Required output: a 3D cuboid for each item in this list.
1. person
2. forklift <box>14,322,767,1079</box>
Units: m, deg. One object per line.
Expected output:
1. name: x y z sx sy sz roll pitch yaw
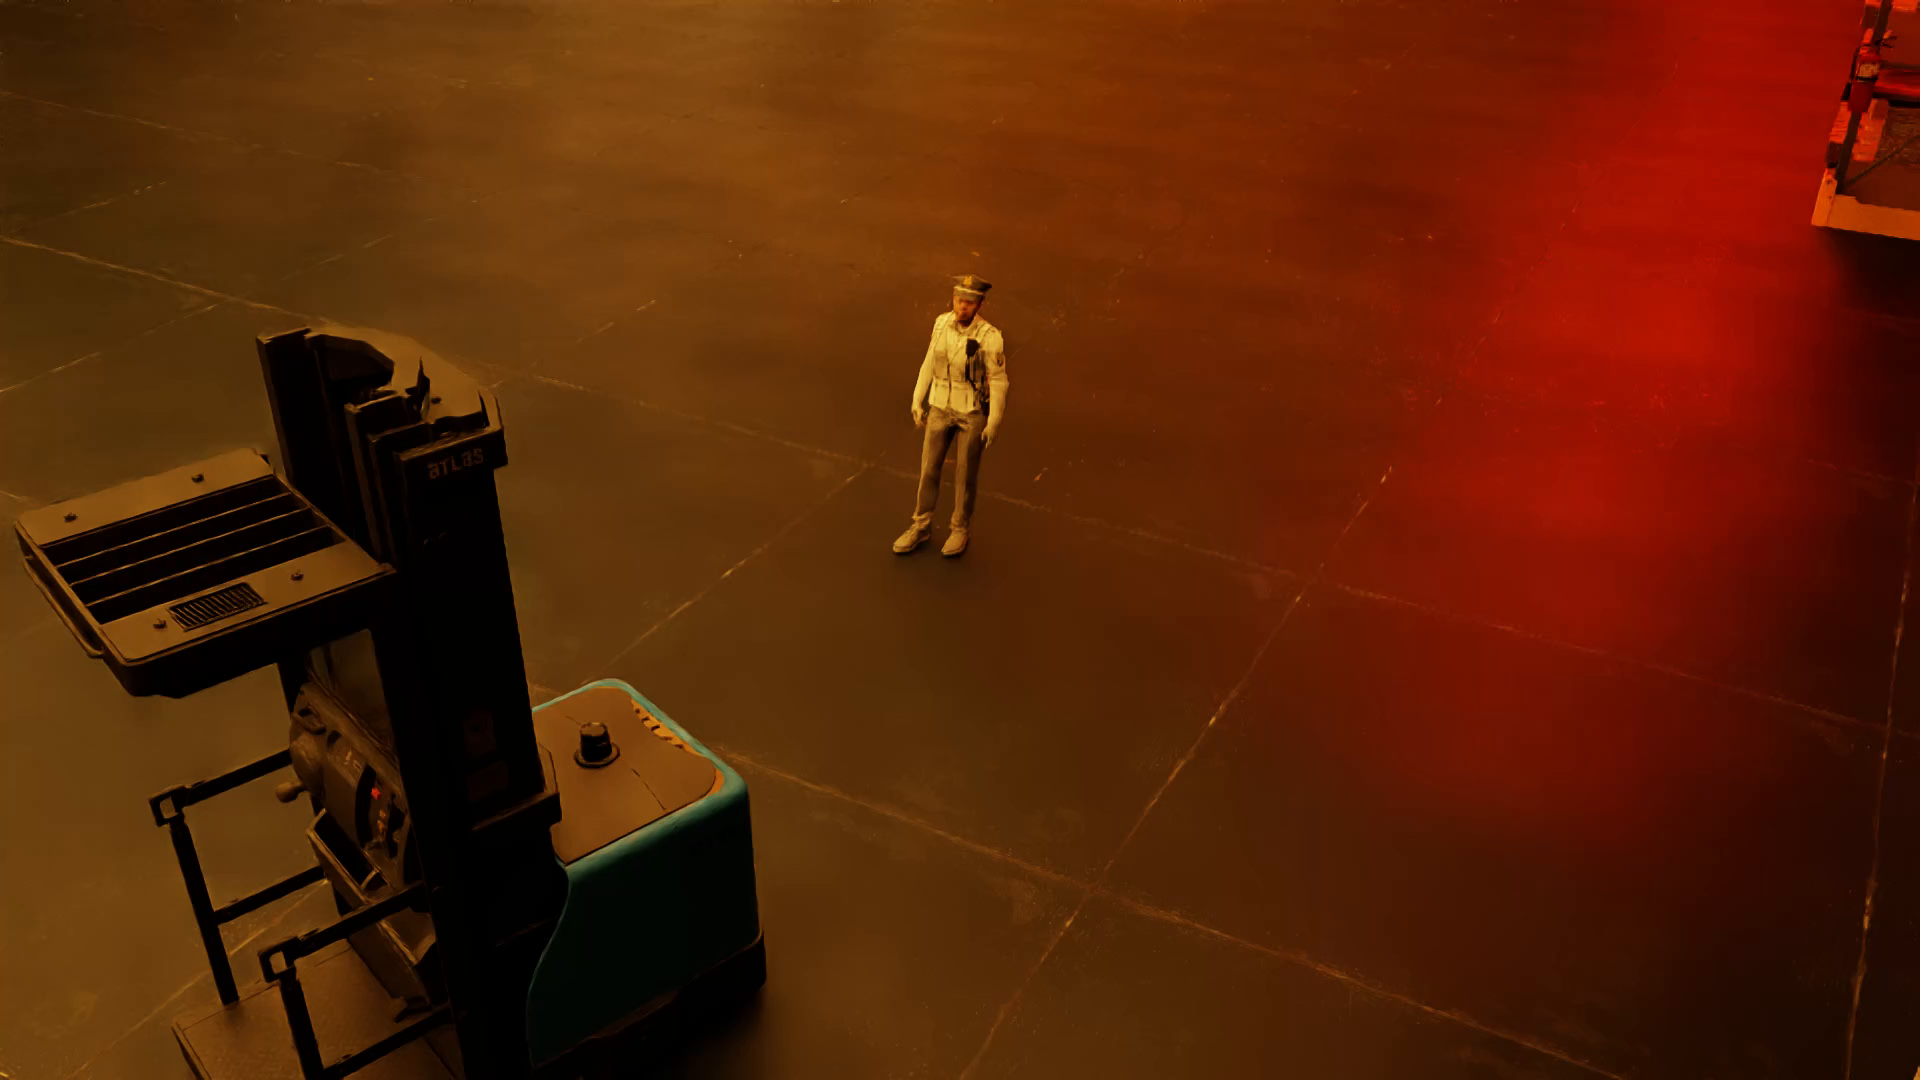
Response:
1. person: -0.039 -0.713 9.527 0.586 1.695 0.533 15 33 25
2. forklift: -2.231 0.876 5.553 3.031 2.935 1.130 -24 37 -35
